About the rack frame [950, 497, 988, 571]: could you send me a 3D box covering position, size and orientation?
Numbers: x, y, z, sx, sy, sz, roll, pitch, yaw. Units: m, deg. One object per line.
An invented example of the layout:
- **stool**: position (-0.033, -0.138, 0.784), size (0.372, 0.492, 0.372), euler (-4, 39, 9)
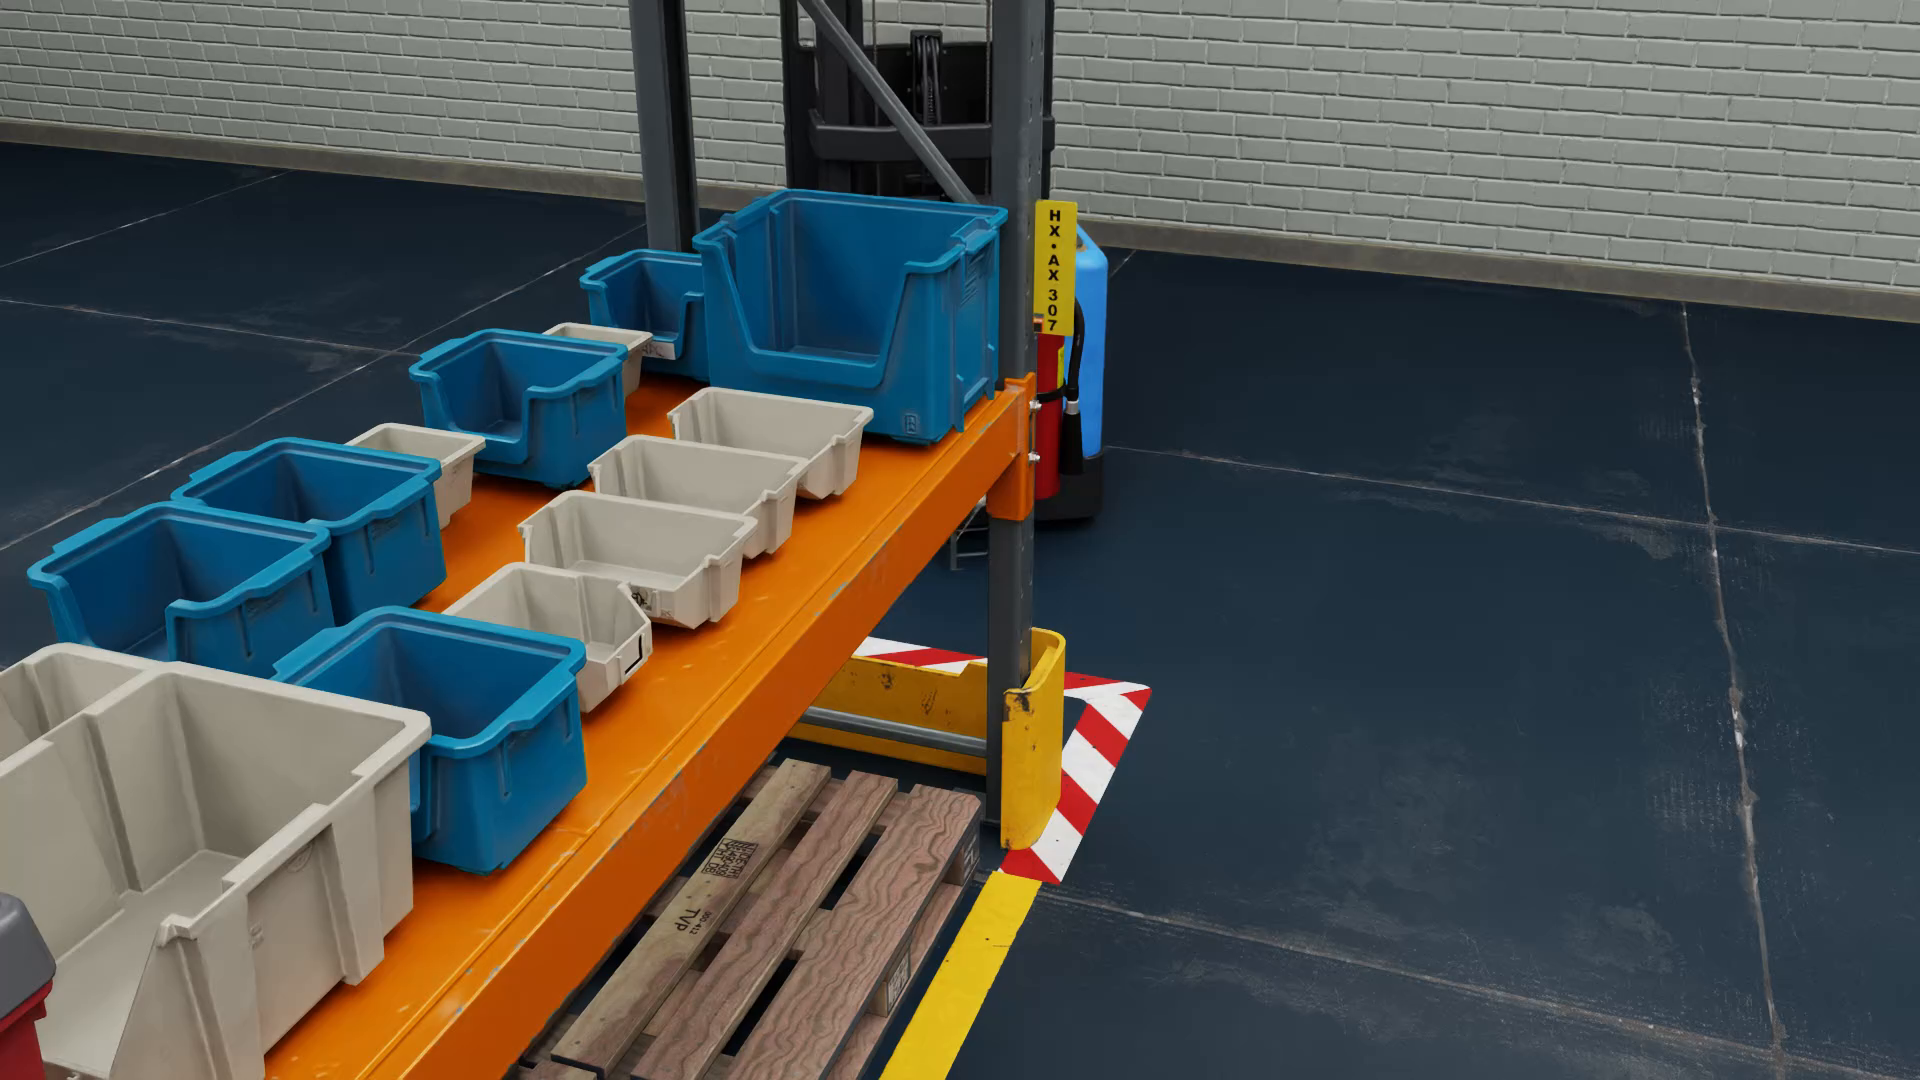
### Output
- **rack frame**: position (0.084, -0.301, 5.839), size (0.240, 0.900, 0.006), euler (-4, 26, -9)

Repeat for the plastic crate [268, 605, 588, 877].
- **plastic crate**: position (-0.740, 0.285, 2.342), size (0.416, 0.233, 0.300), euler (9, 27, 17)

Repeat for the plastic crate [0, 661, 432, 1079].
- **plastic crate**: position (-0.948, 0.425, 1.997), size (0.437, 0.282, 0.530), euler (9, 27, 17)

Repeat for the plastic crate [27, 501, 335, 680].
- **plastic crate**: position (-1.229, 0.122, 2.678), size (0.416, 0.233, 0.300), euler (9, 27, 17)

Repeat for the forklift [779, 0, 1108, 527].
- **forklift**: position (-0.210, -1.957, 6.929), size (1.130, 2.935, 3.031), euler (-4, 26, -9)

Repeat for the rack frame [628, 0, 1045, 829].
- **rack frame**: position (-0.299, -0.644, 4.138), size (1.000, 3.000, 0.127), euler (9, 27, 17)

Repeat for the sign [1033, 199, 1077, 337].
- **sign**: position (0.225, -0.644, 3.952), size (0.100, 0.325, 0.005), euler (9, 27, 17)

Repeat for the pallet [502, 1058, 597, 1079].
- **pallet**: position (-1.017, 1.444, 3.025), size (1.003, 0.211, 1.213), euler (9, 27, 17)

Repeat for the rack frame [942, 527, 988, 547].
- **rack frame**: position (0.050, -0.389, 6.020), size (0.240, 0.900, 0.006), euler (-4, 26, -9)

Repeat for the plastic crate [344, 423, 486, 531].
- **plastic crate**: position (-1.102, -0.100, 3.248), size (0.250, 0.136, 0.298), euler (9, 27, 17)

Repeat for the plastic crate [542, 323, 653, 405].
- **plastic crate**: position (-0.876, -0.379, 3.824), size (0.250, 0.136, 0.298), euler (9, 27, 17)

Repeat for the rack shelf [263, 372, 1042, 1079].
- **rack shelf**: position (-0.964, 0.502, 2.597), size (1.077, 0.370, 4.000), euler (9, 27, 17)

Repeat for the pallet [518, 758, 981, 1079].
- **pallet**: position (-0.610, 0.944, 4.057), size (1.003, 0.211, 1.213), euler (9, 27, 17)

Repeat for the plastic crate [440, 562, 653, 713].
- **plastic crate**: position (-0.660, 0.168, 2.694), size (0.298, 0.136, 0.250), euler (9, 27, 17)

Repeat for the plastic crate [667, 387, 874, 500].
- **plastic crate**: position (-0.399, -0.191, 3.436), size (0.396, 0.136, 0.243), euler (9, 27, 17)

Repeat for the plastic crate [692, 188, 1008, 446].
- **plastic crate**: position (-0.234, -0.522, 3.777), size (0.616, 0.435, 0.499), euler (9, 27, 17)

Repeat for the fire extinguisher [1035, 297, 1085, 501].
- **fire extinguisher**: position (0.180, -0.438, 4.228), size (0.296, 0.674, 0.183), euler (9, 27, 17)

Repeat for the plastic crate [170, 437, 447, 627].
- **plastic crate**: position (-1.130, -0.001, 2.933), size (0.416, 0.233, 0.300), euler (9, 27, 17)

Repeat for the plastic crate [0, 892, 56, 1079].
- **plastic crate**: position (-1.096, 0.613, 1.399), size (0.402, 0.464, 0.583), euler (9, 27, 17)

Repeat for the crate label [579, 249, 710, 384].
- **crate label**: position (-0.691, -0.542, 4.051), size (0.416, 0.233, 0.303), euler (9, 27, 17)

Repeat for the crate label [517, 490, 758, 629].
- **crate label**: position (-0.579, 0.044, 2.951), size (0.396, 0.136, 0.243), euler (9, 27, 17)

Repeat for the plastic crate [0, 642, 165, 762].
- **plastic crate**: position (-1.334, 0.332, 2.356), size (0.293, 0.136, 0.466), euler (9, 27, 17)

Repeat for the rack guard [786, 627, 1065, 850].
- **rack guard**: position (-0.303, 0.469, 4.707), size (1.175, 0.500, 0.348), euler (9, 27, 17)

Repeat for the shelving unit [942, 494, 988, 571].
- **shelving unit**: position (0.067, -0.345, 5.930), size (0.258, 0.900, 0.210), euler (-4, 26, -9)

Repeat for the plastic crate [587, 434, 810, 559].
- **plastic crate**: position (-0.509, -0.074, 3.195), size (0.396, 0.136, 0.243), euler (9, 27, 17)

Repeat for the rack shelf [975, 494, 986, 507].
- **rack shelf**: position (0.067, -0.153, 6.023), size (0.258, 0.077, 0.200), euler (-4, 26, -9)

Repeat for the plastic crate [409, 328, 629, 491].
- **plastic crate**: position (-0.910, -0.271, 3.492), size (0.416, 0.233, 0.300), euler (9, 27, 17)
